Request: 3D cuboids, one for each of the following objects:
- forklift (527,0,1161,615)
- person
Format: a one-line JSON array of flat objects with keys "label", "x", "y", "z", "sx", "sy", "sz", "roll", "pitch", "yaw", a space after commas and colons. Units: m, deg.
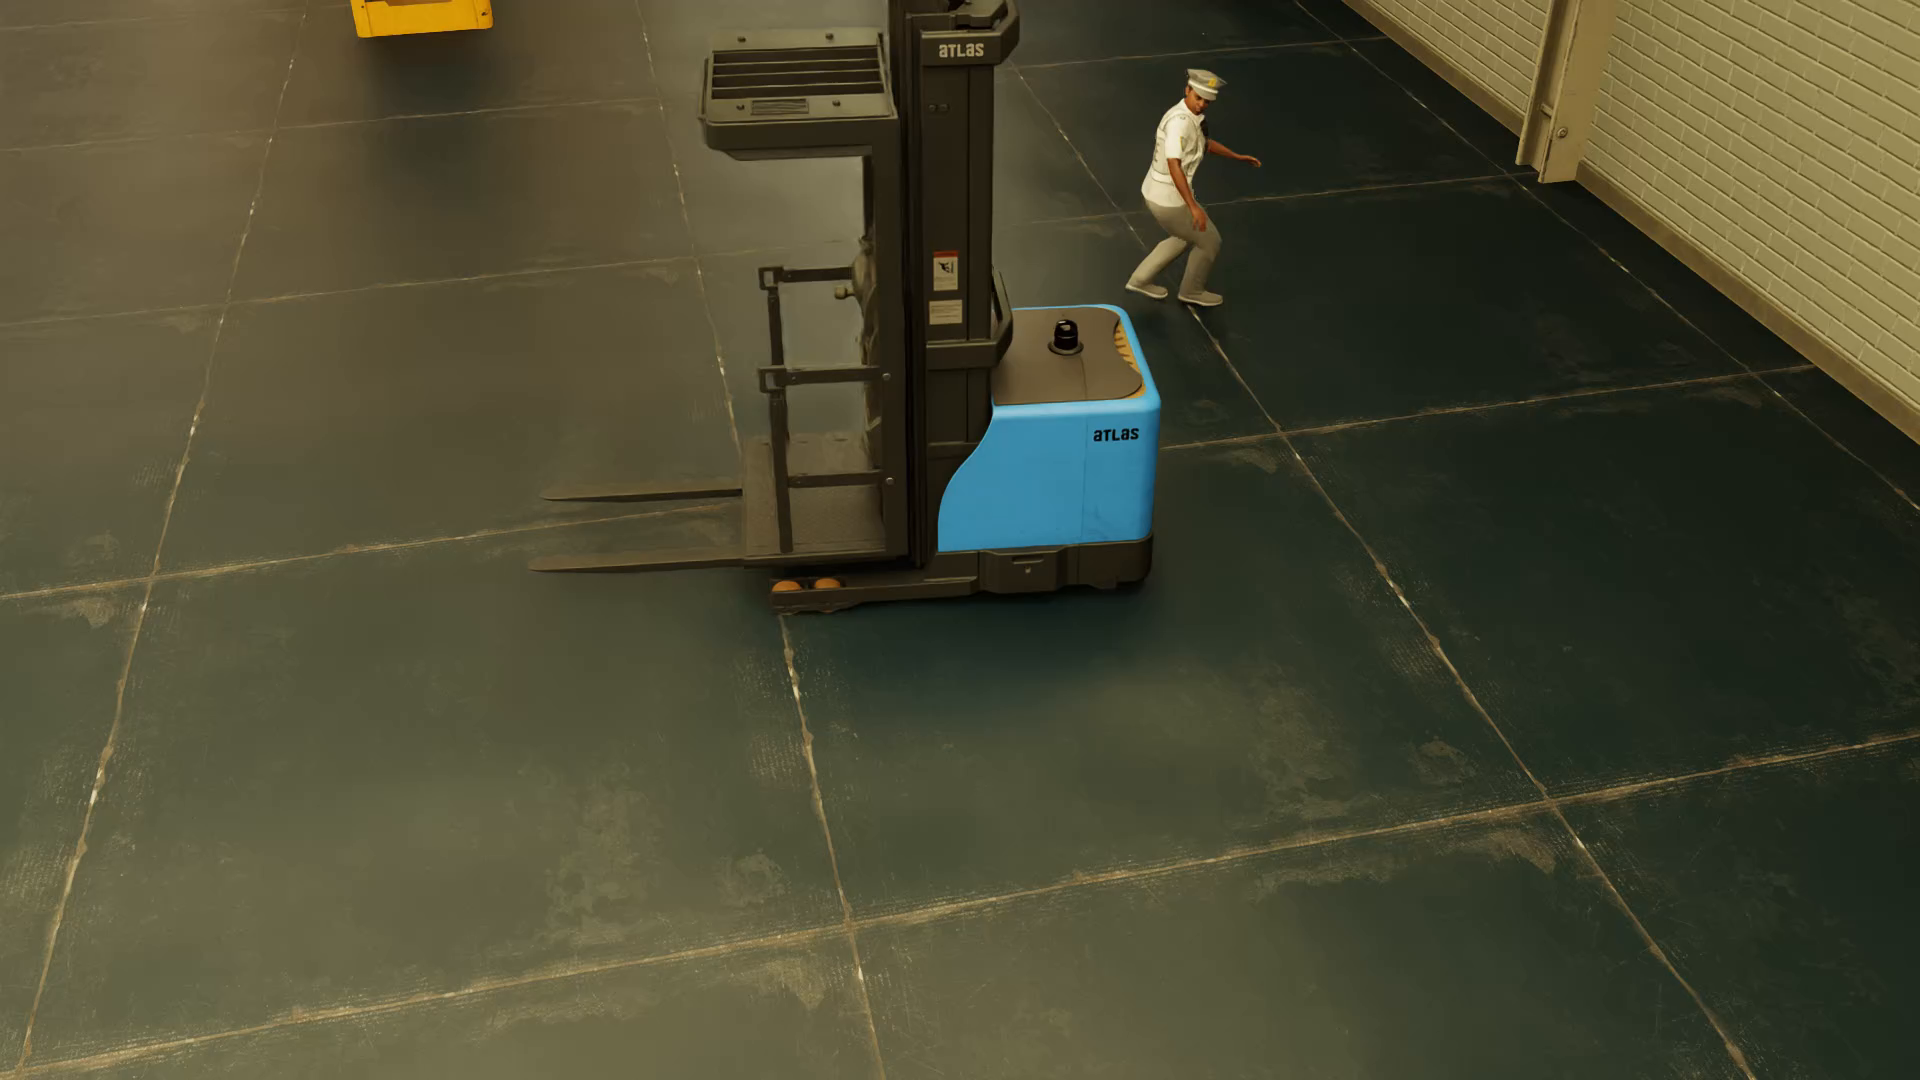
[{"label": "forklift", "x": -0.607, "y": -1.151, "z": 7.650, "sx": 3.031, "sy": 2.935, "sz": 1.130, "roll": -3, "pitch": 36, "yaw": -5}, {"label": "person", "x": 1.463, "y": -2.088, "z": 10.146, "sx": 0.804, "sy": 1.549, "sz": 0.799, "roll": -2, "pitch": 36, "yaw": -3}]
